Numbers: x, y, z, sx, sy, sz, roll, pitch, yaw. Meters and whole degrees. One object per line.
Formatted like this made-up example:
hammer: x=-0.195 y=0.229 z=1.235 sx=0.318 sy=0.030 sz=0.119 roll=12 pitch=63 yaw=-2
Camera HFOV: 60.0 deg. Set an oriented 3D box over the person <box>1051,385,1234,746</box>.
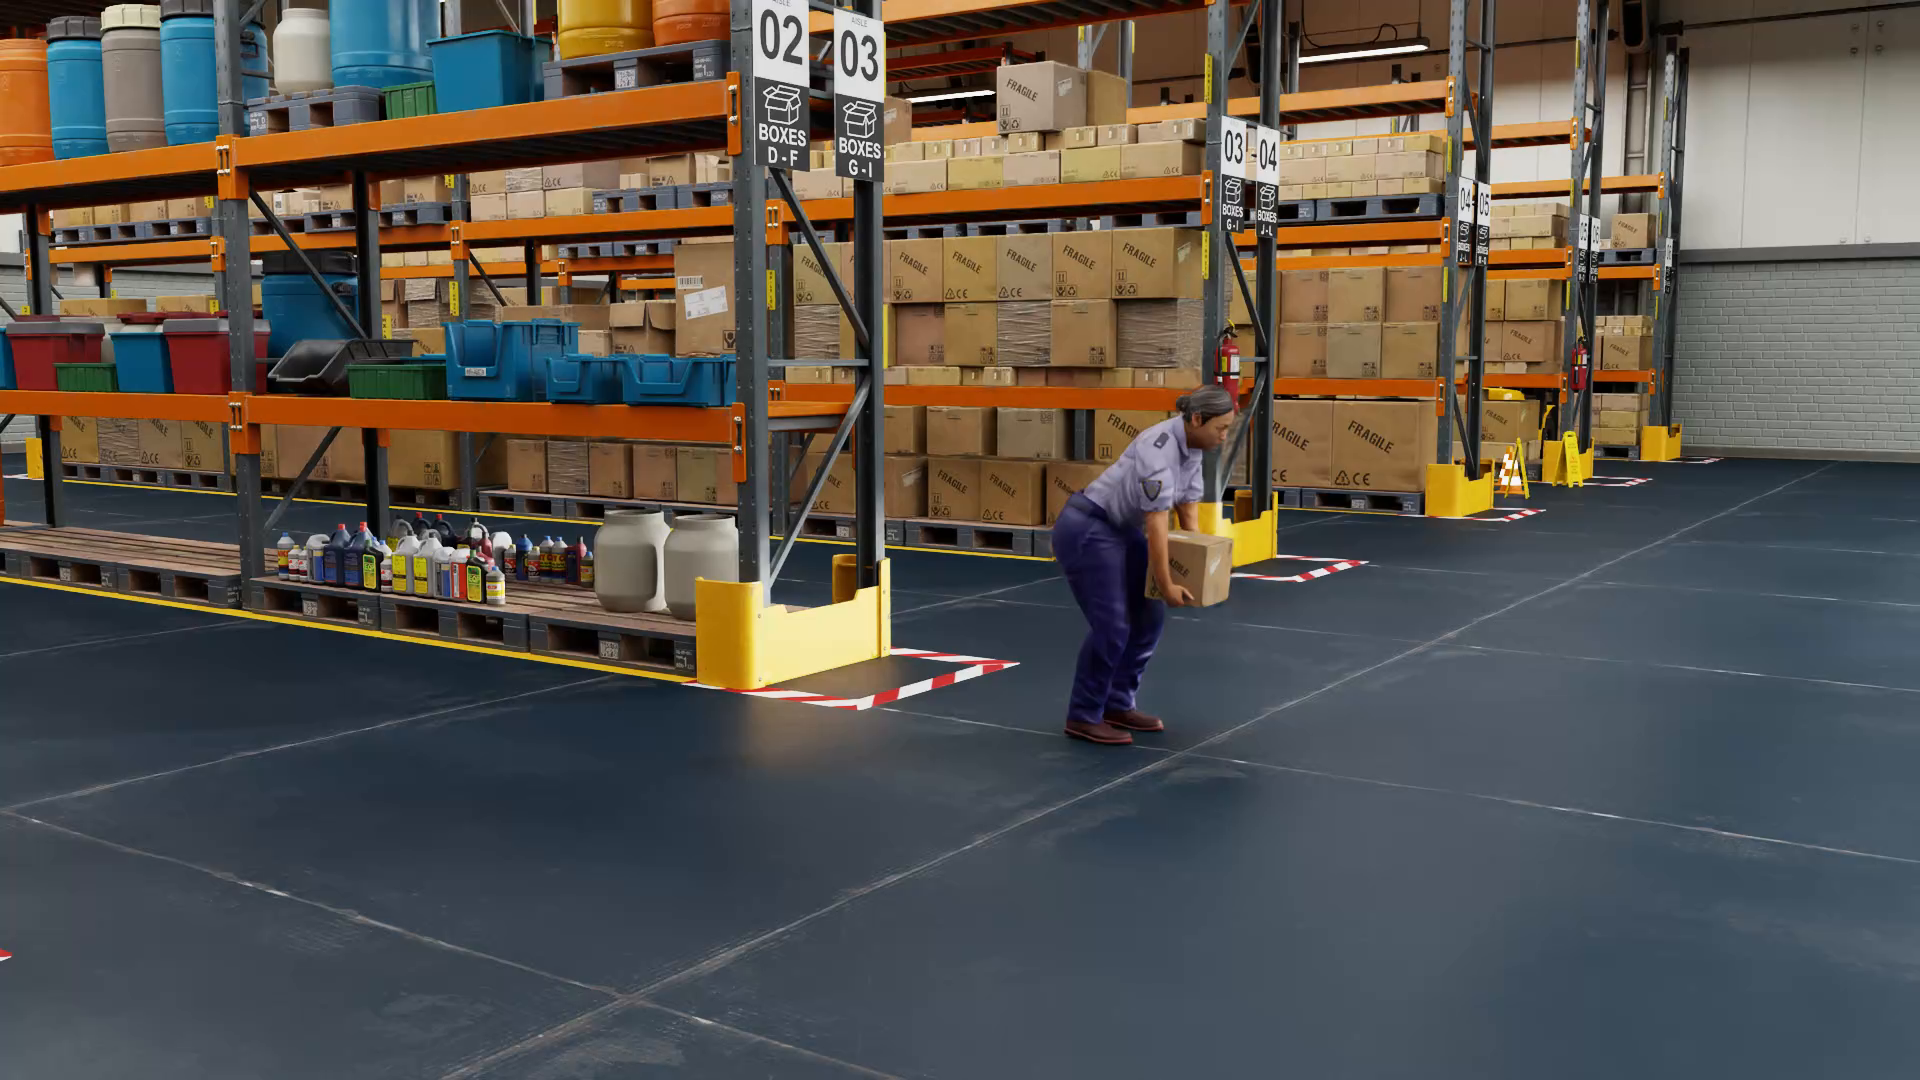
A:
person: x=0.743 y=0.097 z=6.697 sx=0.728 sy=1.437 sz=0.454 roll=4 pitch=8 yaw=32
